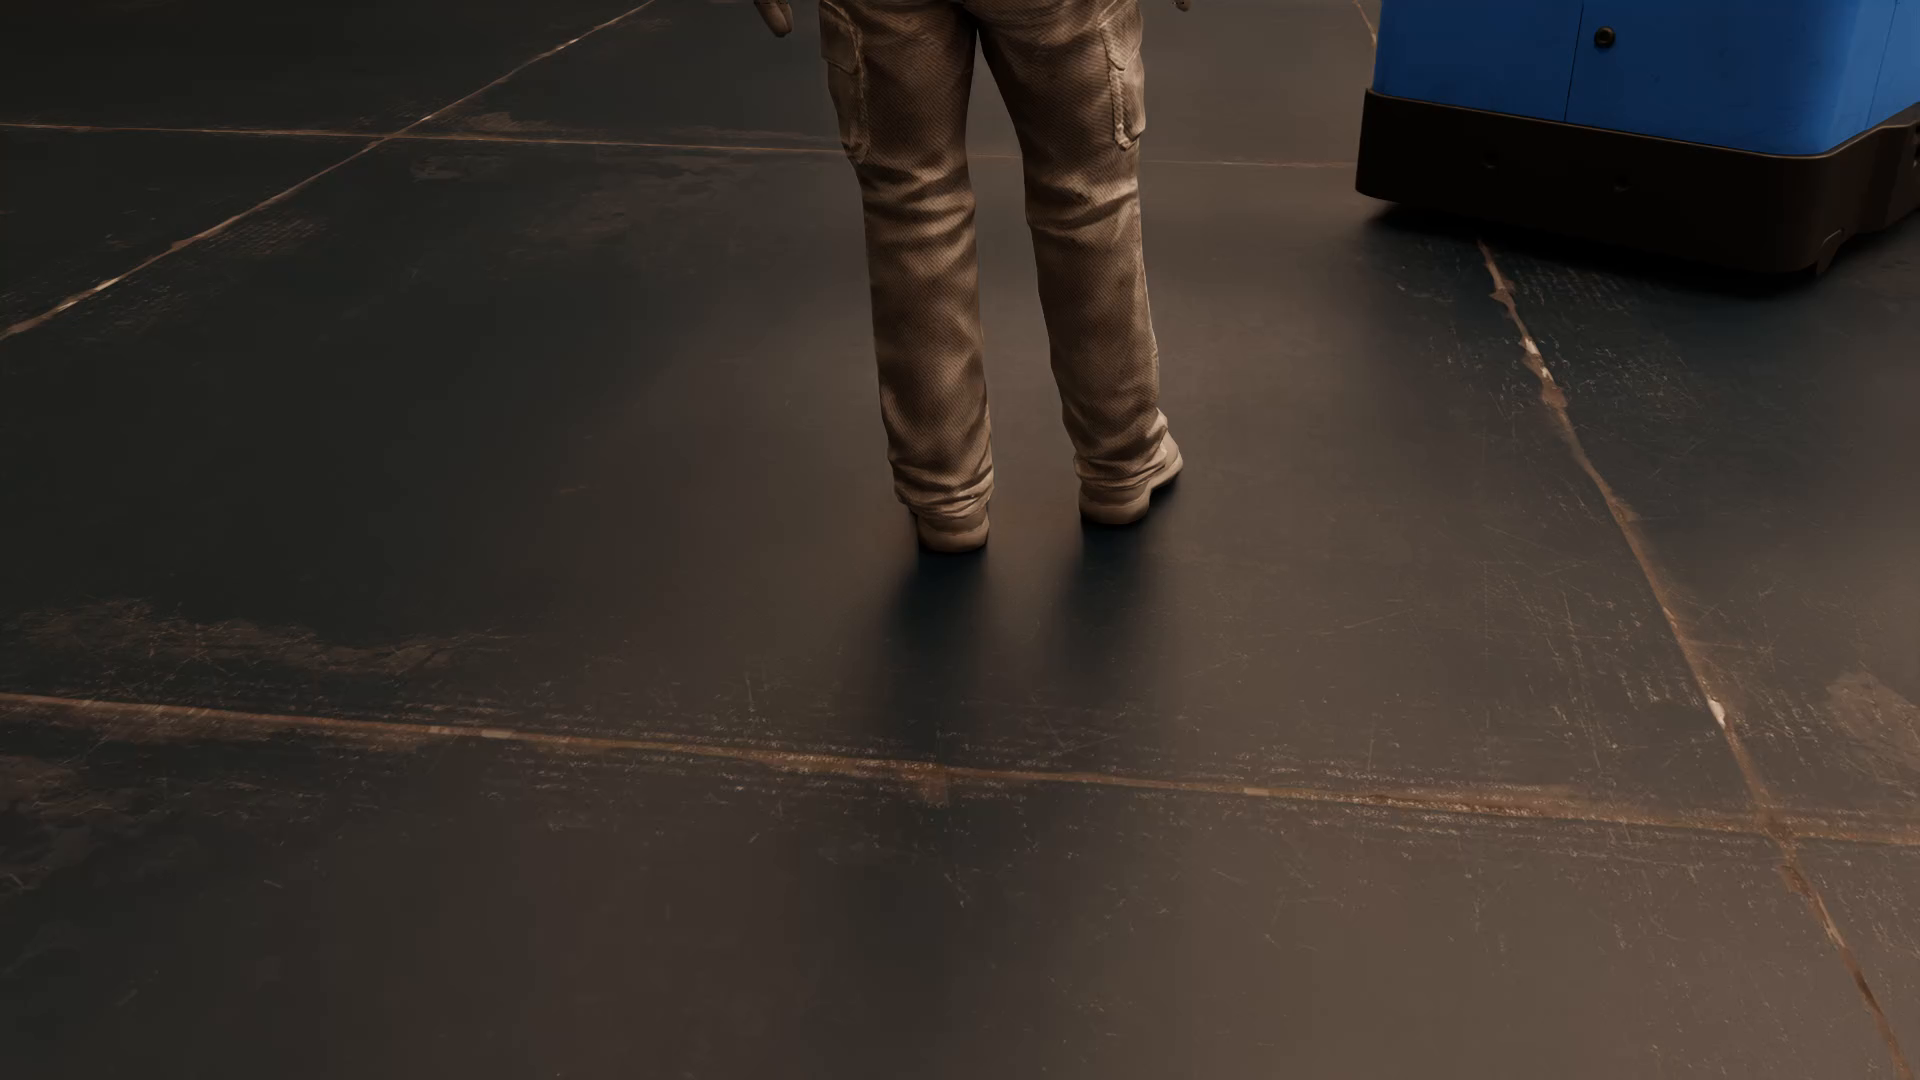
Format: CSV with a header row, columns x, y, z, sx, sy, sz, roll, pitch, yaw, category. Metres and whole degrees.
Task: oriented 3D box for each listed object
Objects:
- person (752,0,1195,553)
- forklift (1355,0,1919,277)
x,y,z,sx,sy,sz,roll,pitch,yaw,category
0.017,-0.836,2.162,0.656,1.784,0.575,3,27,7,person
2.321,-2.440,4.108,1.130,2.935,3.031,22,34,37,forklift
